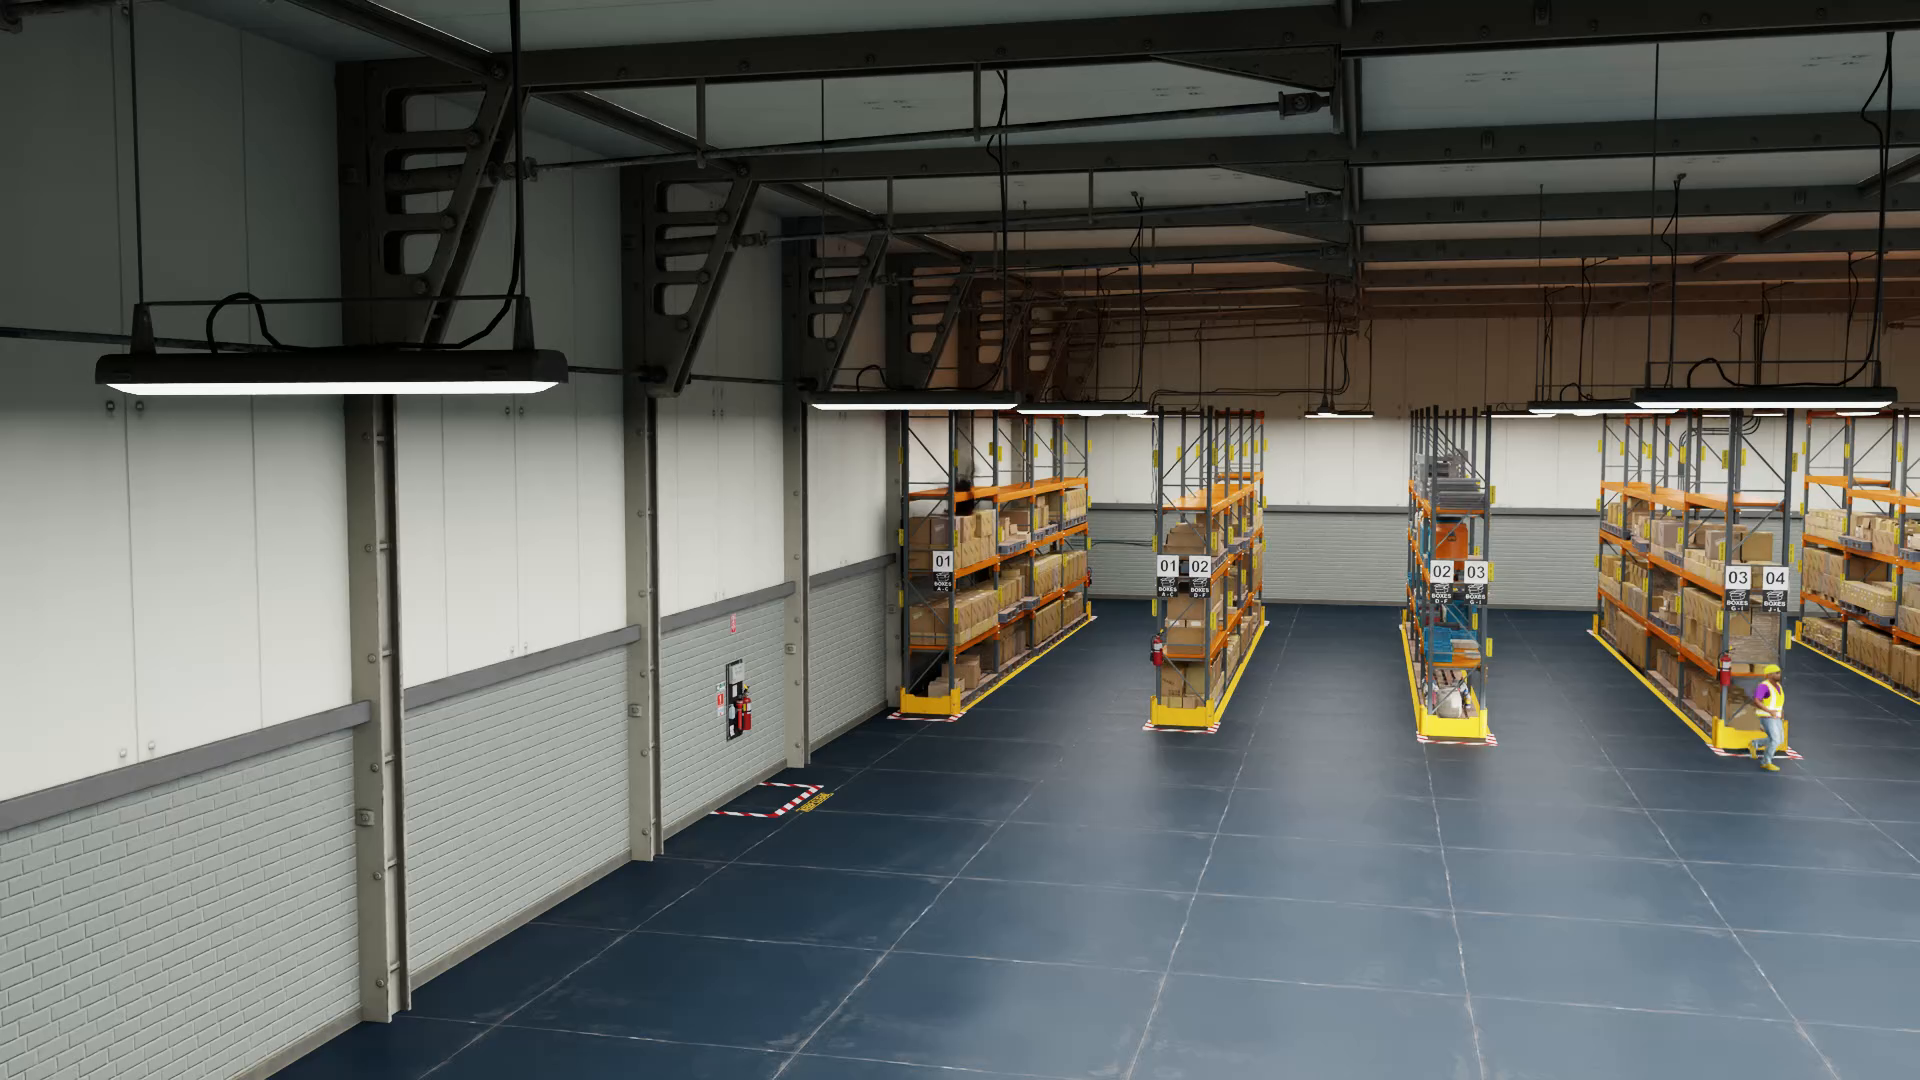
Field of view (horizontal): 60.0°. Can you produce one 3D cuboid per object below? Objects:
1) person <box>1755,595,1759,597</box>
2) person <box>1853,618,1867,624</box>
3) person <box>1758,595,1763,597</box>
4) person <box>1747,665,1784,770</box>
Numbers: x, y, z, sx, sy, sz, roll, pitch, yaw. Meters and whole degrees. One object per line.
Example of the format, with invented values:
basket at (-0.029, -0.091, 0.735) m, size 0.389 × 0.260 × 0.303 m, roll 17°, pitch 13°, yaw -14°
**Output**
person at (20.495, 1.718, 43.266) m, size 0.968 × 1.731 × 0.720 m, roll -3°, pitch 5°, yaw -36°
person at (23.870, 1.725, 43.972) m, size 0.674 × 1.736 × 0.596 m, roll 0°, pitch 4°, yaw -6°
person at (21.018, 1.680, 44.377) m, size 0.895 × 1.718 × 0.798 m, roll -1°, pitch 4°, yaw -7°
person at (13.332, 2.907, 27.473) m, size 0.750 × 1.716 × 0.631 m, roll -3°, pitch 5°, yaw -37°
